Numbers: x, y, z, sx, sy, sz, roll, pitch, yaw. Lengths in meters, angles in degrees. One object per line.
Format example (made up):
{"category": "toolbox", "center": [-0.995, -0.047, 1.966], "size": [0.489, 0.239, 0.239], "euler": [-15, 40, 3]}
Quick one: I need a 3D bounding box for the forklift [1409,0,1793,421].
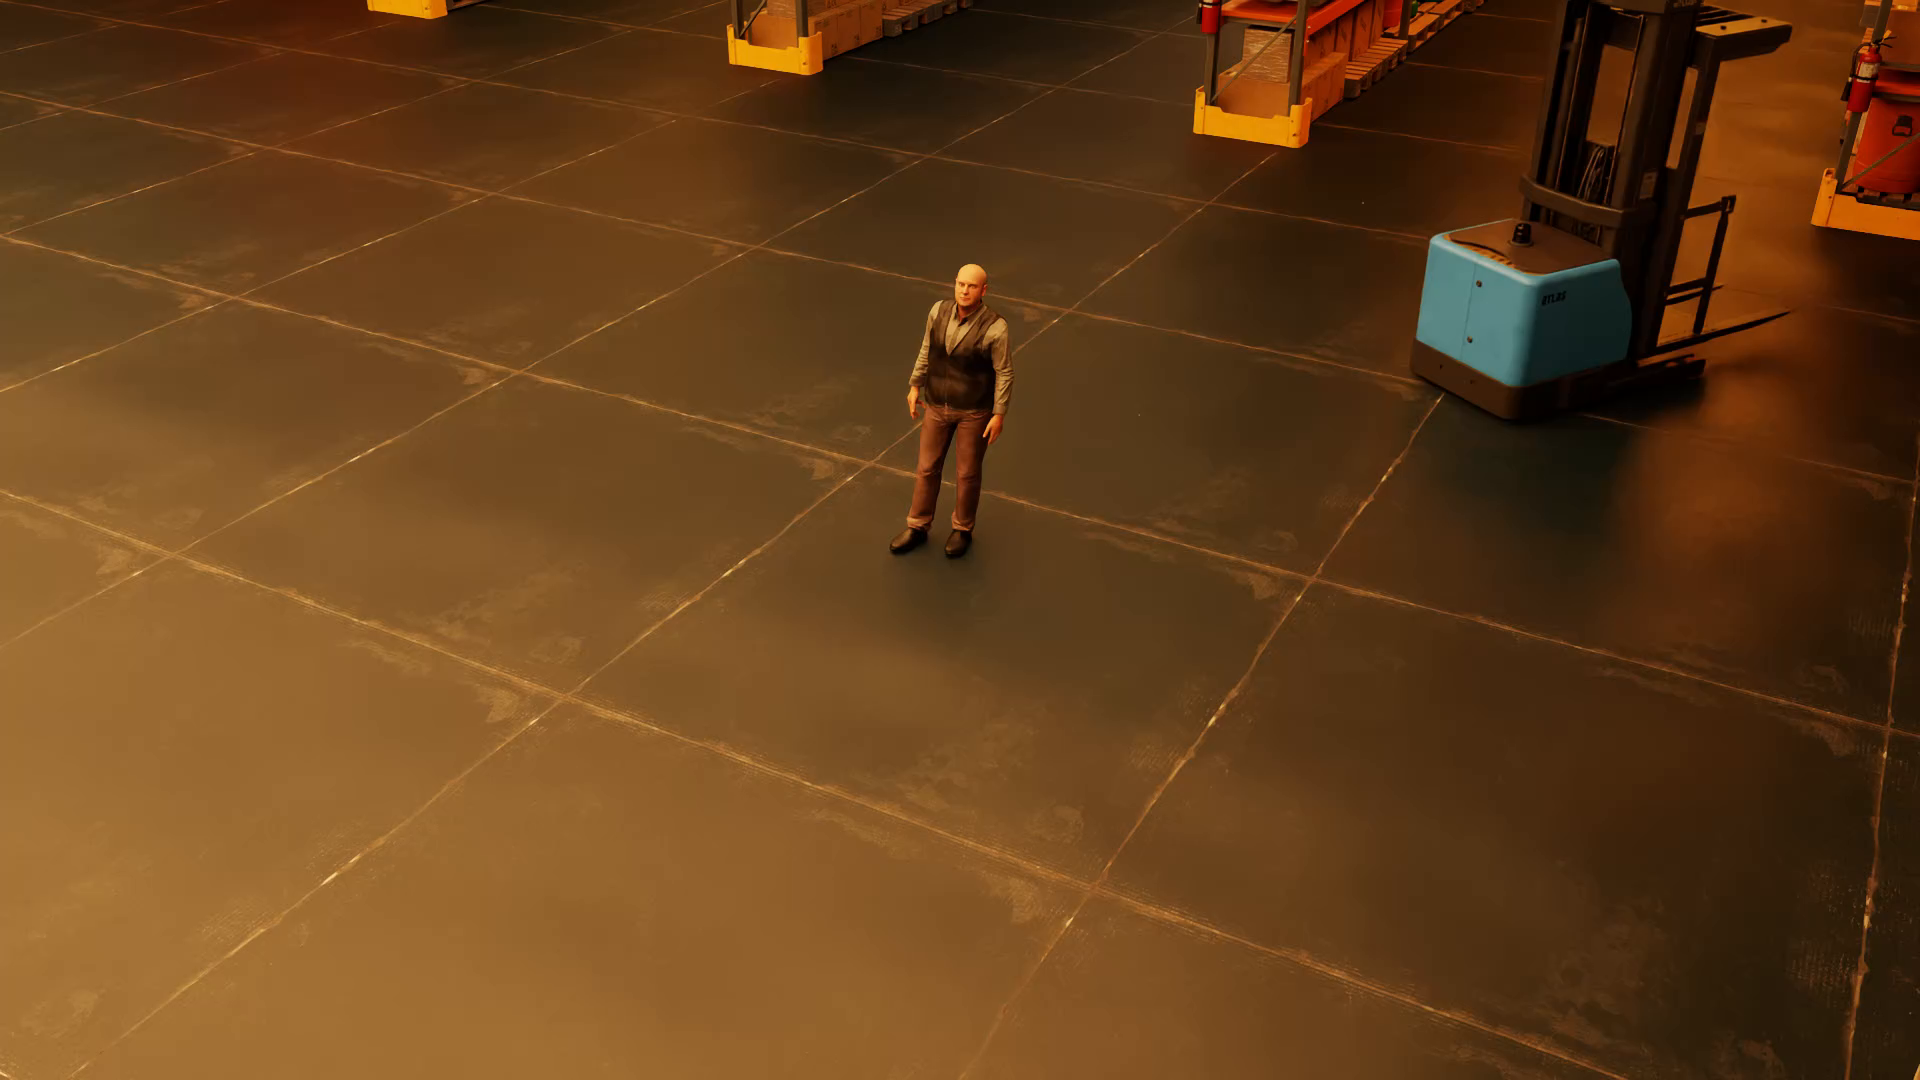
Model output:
{"category": "forklift", "center": [4.786, -2.595, 11.566], "size": [3.031, 2.935, 1.130], "euler": [-15, 33, -24]}

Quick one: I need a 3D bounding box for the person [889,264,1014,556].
{"category": "person", "center": [-0.037, -0.727, 9.526], "size": [0.632, 1.720, 0.568], "euler": [15, 33, 25]}
